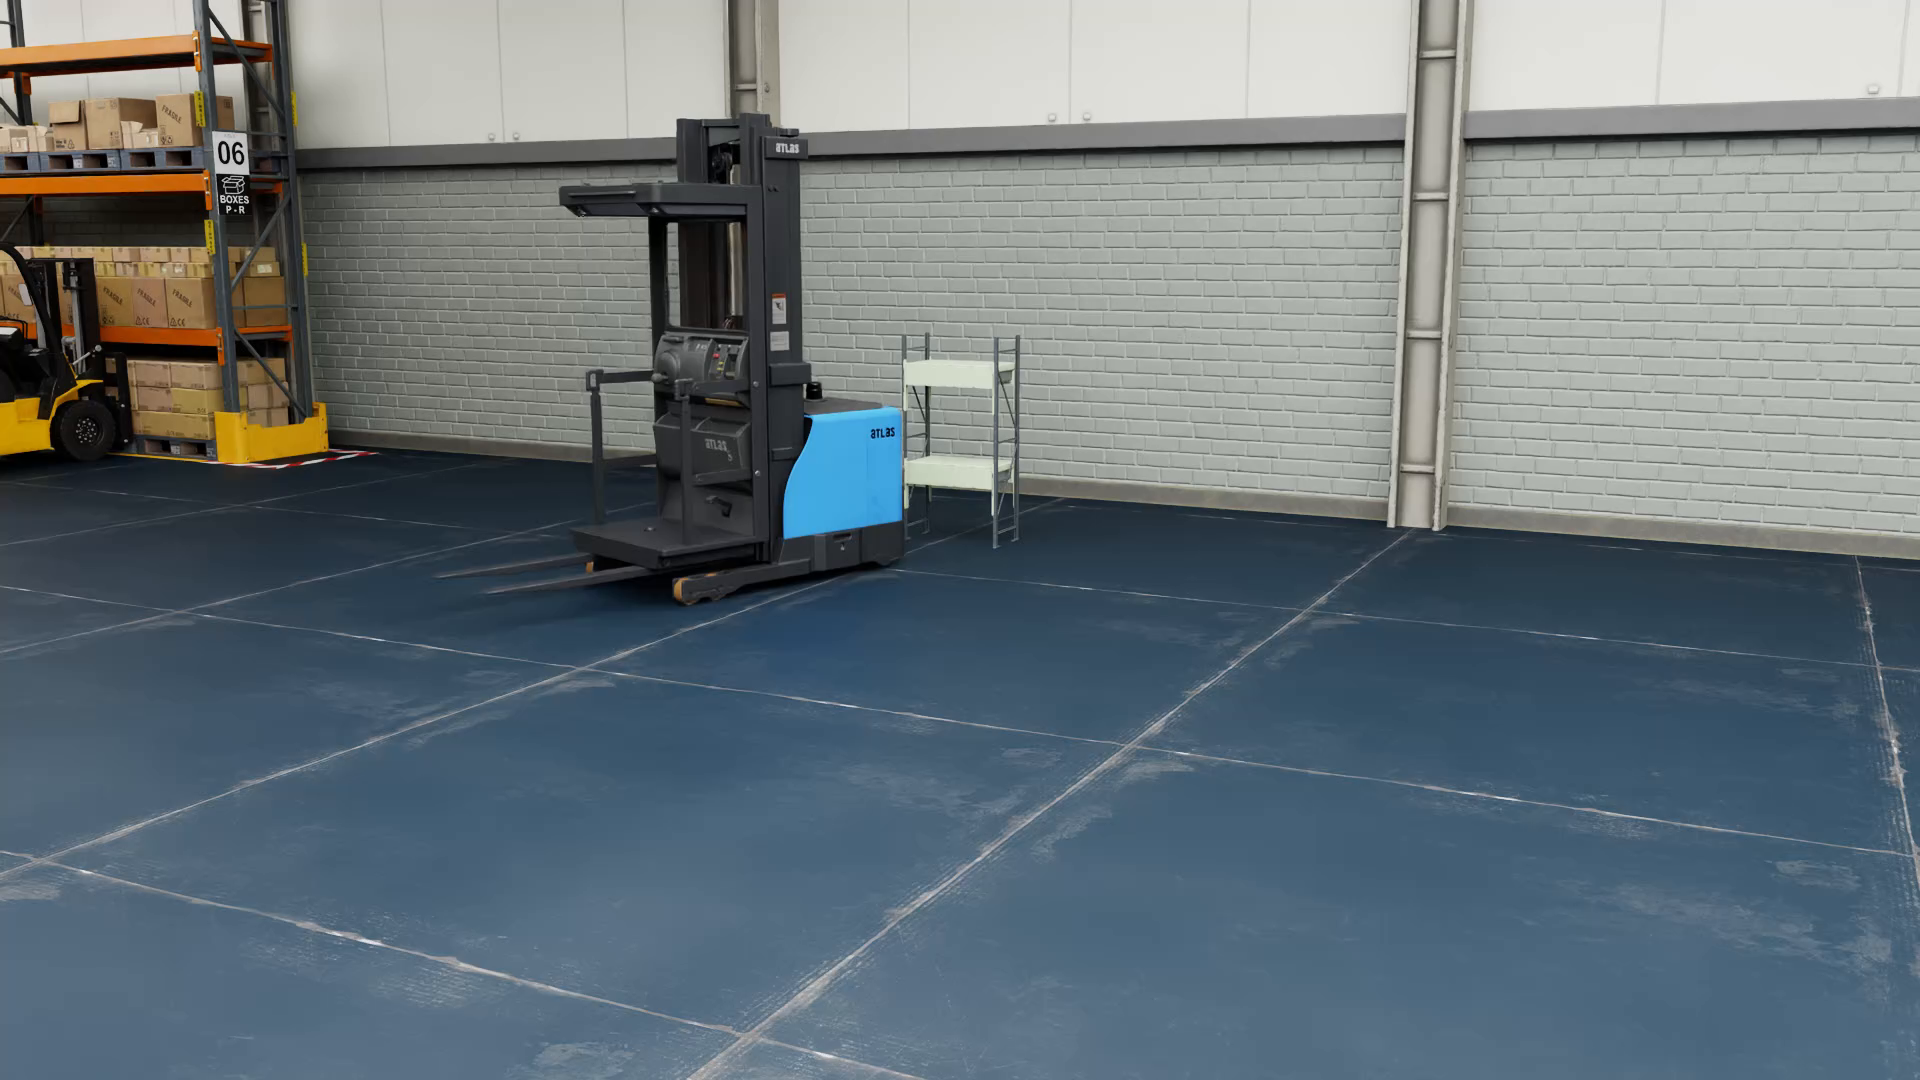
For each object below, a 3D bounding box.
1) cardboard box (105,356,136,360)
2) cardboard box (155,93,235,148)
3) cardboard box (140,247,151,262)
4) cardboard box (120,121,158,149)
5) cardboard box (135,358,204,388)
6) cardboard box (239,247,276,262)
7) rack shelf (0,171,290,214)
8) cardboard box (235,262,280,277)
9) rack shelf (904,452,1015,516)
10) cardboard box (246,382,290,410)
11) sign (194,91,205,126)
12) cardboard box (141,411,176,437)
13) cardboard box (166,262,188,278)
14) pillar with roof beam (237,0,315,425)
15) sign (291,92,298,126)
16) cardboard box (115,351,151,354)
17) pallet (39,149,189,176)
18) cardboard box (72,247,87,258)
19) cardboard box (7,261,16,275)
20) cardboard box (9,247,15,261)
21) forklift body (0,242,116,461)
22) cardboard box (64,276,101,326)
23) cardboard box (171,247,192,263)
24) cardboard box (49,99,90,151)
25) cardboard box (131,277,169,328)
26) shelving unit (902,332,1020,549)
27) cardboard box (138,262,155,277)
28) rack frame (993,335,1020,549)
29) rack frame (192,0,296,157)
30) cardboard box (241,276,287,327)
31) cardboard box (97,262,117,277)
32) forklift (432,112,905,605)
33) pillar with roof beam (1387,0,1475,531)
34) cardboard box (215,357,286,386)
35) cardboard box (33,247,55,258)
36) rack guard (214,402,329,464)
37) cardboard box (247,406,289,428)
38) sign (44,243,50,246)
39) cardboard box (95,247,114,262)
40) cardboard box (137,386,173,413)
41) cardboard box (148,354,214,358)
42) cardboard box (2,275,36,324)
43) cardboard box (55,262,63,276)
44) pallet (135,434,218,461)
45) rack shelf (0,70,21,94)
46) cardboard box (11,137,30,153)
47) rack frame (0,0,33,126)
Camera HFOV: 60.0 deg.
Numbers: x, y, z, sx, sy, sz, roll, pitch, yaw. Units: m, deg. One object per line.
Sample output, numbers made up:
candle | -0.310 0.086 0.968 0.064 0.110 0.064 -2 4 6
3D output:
cardboard box | -8.926 -1.784 17.397 0.500 0.250 0.500 5 11 25
cardboard box | -7.512 -4.110 16.354 0.500 0.500 0.500 5 12 28
cardboard box | -8.093 -2.905 16.919 0.250 0.149 0.380 5 11 26
cardboard box | -8.112 -4.036 16.600 0.258 0.266 0.396 5 11 26
cardboard box | -8.018 -1.704 16.959 0.500 0.250 0.500 5 12 27
cardboard box | -7.214 -2.908 16.940 0.250 0.149 0.380 5 11 25
rack shelf | -8.801 -3.613 17.366 4.000 0.370 1.077 5 11 26
cardboard box | -7.196 -2.770 17.008 0.250 0.149 0.380 5 11 24
rack shelf | 0.006 -0.417 12.152 0.720 0.370 0.431 5 11 26
cardboard box | -7.337 -1.503 17.249 0.500 0.250 0.500 5 12 27
sign | -7.260 -4.120 15.887 0.005 0.325 0.100 5 11 26
cardboard box | -8.010 -1.214 17.056 0.500 0.250 0.500 5 11 26
cardboard box | -7.684 -2.699 16.620 0.250 0.149 0.380 5 12 27
pillar with roof beam | -9.137 -4.796 13.464 0.400 9.000 9.100 5 11 26
sign | -6.756 -4.366 16.833 0.005 0.325 0.100 5 11 26
cardboard box | -9.159 -1.906 18.075 0.500 0.250 0.500 5 11 26
pallet | -8.728 -3.921 17.300 1.213 0.211 1.003 5 11 26
cardboard box | -9.018 -2.985 17.362 0.250 0.149 0.380 5 11 26
cardboard box | -9.946 -2.913 17.802 0.250 0.149 0.380 5 11 26
cardboard box | -9.932 -3.066 17.809 0.250 0.149 0.380 5 11 25
forklift body | -9.515 -1.773 15.990 1.214 2.155 2.313 5 11 26
cardboard box | -8.941 -2.500 17.338 0.500 0.500 0.500 5 11 26
cardboard box | -7.656 -2.857 16.655 0.250 0.149 0.380 5 11 26
cardboard box | -8.894 -4.261 17.176 0.637 0.503 0.797 5 12 28
cardboard box | -8.026 -2.421 16.906 0.500 0.500 0.500 5 12 28
shelving unit | 0.006 -0.737 12.094 0.755 1.500 0.431 5 11 26
cardboard box | -8.107 -2.751 16.905 0.250 0.149 0.380 5 11 25
rack frame | 0.334 -0.709 11.934 0.023 1.500 0.400 5 11 26
rack frame | -7.007 -5.285 16.164 0.127 3.000 1.000 5 11 26
cardboard box | -7.328 -2.466 17.150 0.500 0.500 0.500 5 12 28
cardboard box | -8.603 -2.781 17.072 0.250 0.149 0.380 5 11 26
forklift | -1.789 -1.154 10.375 3.031 2.935 1.130 -10 14 -43
pillar with roof beam | 1.624 -3.851 8.239 0.400 9.000 9.100 5 11 26
cardboard box | -7.354 -1.747 17.193 0.500 0.250 0.500 5 11 25
cardboard box | -9.502 -3.013 17.517 0.250 0.149 0.380 5 11 25
rack guard | -6.985 -1.101 16.911 0.348 0.500 1.175 5 11 26
cardboard box | -7.361 -1.257 17.292 0.500 0.250 0.500 5 11 26
sign | -10.350 -3.202 18.846 0.005 0.325 0.100 5 11 26
cardboard box | -8.610 -2.927 17.042 0.250 0.149 0.380 5 12 27
cardboard box | -8.027 -1.462 17.025 0.500 0.250 0.500 5 11 25
cardboard box | -8.248 -1.827 17.635 0.500 0.250 0.500 5 11 25
cardboard box | -9.837 -2.582 17.795 0.500 0.500 0.500 5 12 27
cardboard box | -9.290 -2.844 17.420 0.250 0.149 0.380 5 11 24
pallet | -7.711 -1.015 17.243 1.213 0.211 1.003 5 11 26
rack shelf | -12.388 -5.207 18.876 4.000 0.370 1.077 5 11 26
cardboard box | -9.637 -4.112 17.351 0.250 0.149 0.380 5 12 28
rack frame | -10.594 -5.600 17.906 0.127 3.000 1.000 5 11 26
